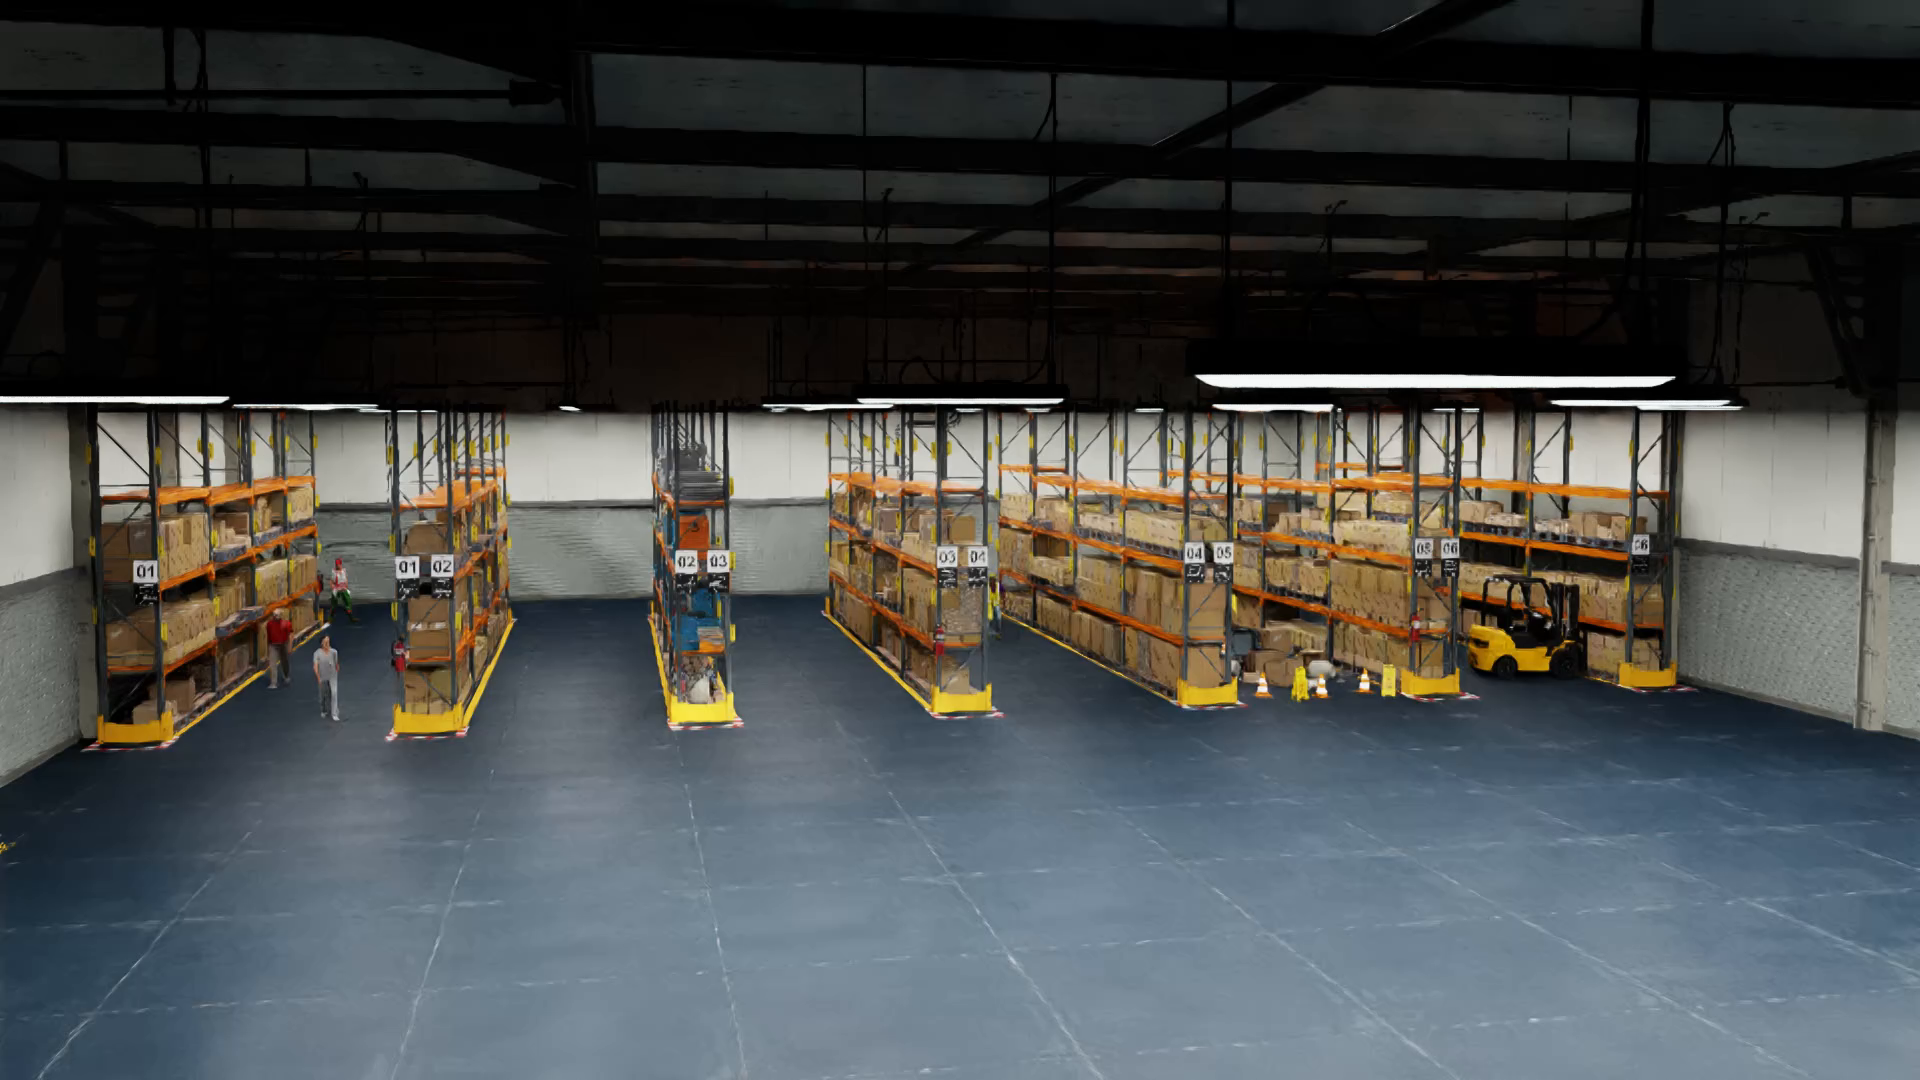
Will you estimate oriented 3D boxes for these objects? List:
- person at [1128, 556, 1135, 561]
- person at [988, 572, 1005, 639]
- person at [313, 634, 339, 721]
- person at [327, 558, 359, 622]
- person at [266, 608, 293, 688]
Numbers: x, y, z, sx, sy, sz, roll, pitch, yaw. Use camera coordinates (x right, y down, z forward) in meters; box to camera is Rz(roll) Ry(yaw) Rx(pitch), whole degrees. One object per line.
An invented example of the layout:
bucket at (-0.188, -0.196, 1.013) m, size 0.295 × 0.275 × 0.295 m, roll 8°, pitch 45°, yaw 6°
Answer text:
person at (5.047, 1.229, 49.033) m, size 0.568 × 1.582 × 0.539 m, roll -2°, pitch 5°, yaw -26°
person at (0.830, 1.658, 42.658) m, size 0.734 × 1.697 × 0.856 m, roll -1°, pitch 4°, yaw -7°
person at (-11.860, 2.561, 31.122) m, size 0.444 × 1.604 × 1.015 m, roll -2°, pitch 5°, yaw -20°
person at (-17.116, 1.386, 45.907) m, size 0.676 × 1.769 × 0.641 m, roll 4°, pitch 6°, yaw 42°
person at (-14.316, 2.246, 34.998) m, size 0.556 × 1.669 × 1.040 m, roll -1°, pitch 4°, yaw -13°
